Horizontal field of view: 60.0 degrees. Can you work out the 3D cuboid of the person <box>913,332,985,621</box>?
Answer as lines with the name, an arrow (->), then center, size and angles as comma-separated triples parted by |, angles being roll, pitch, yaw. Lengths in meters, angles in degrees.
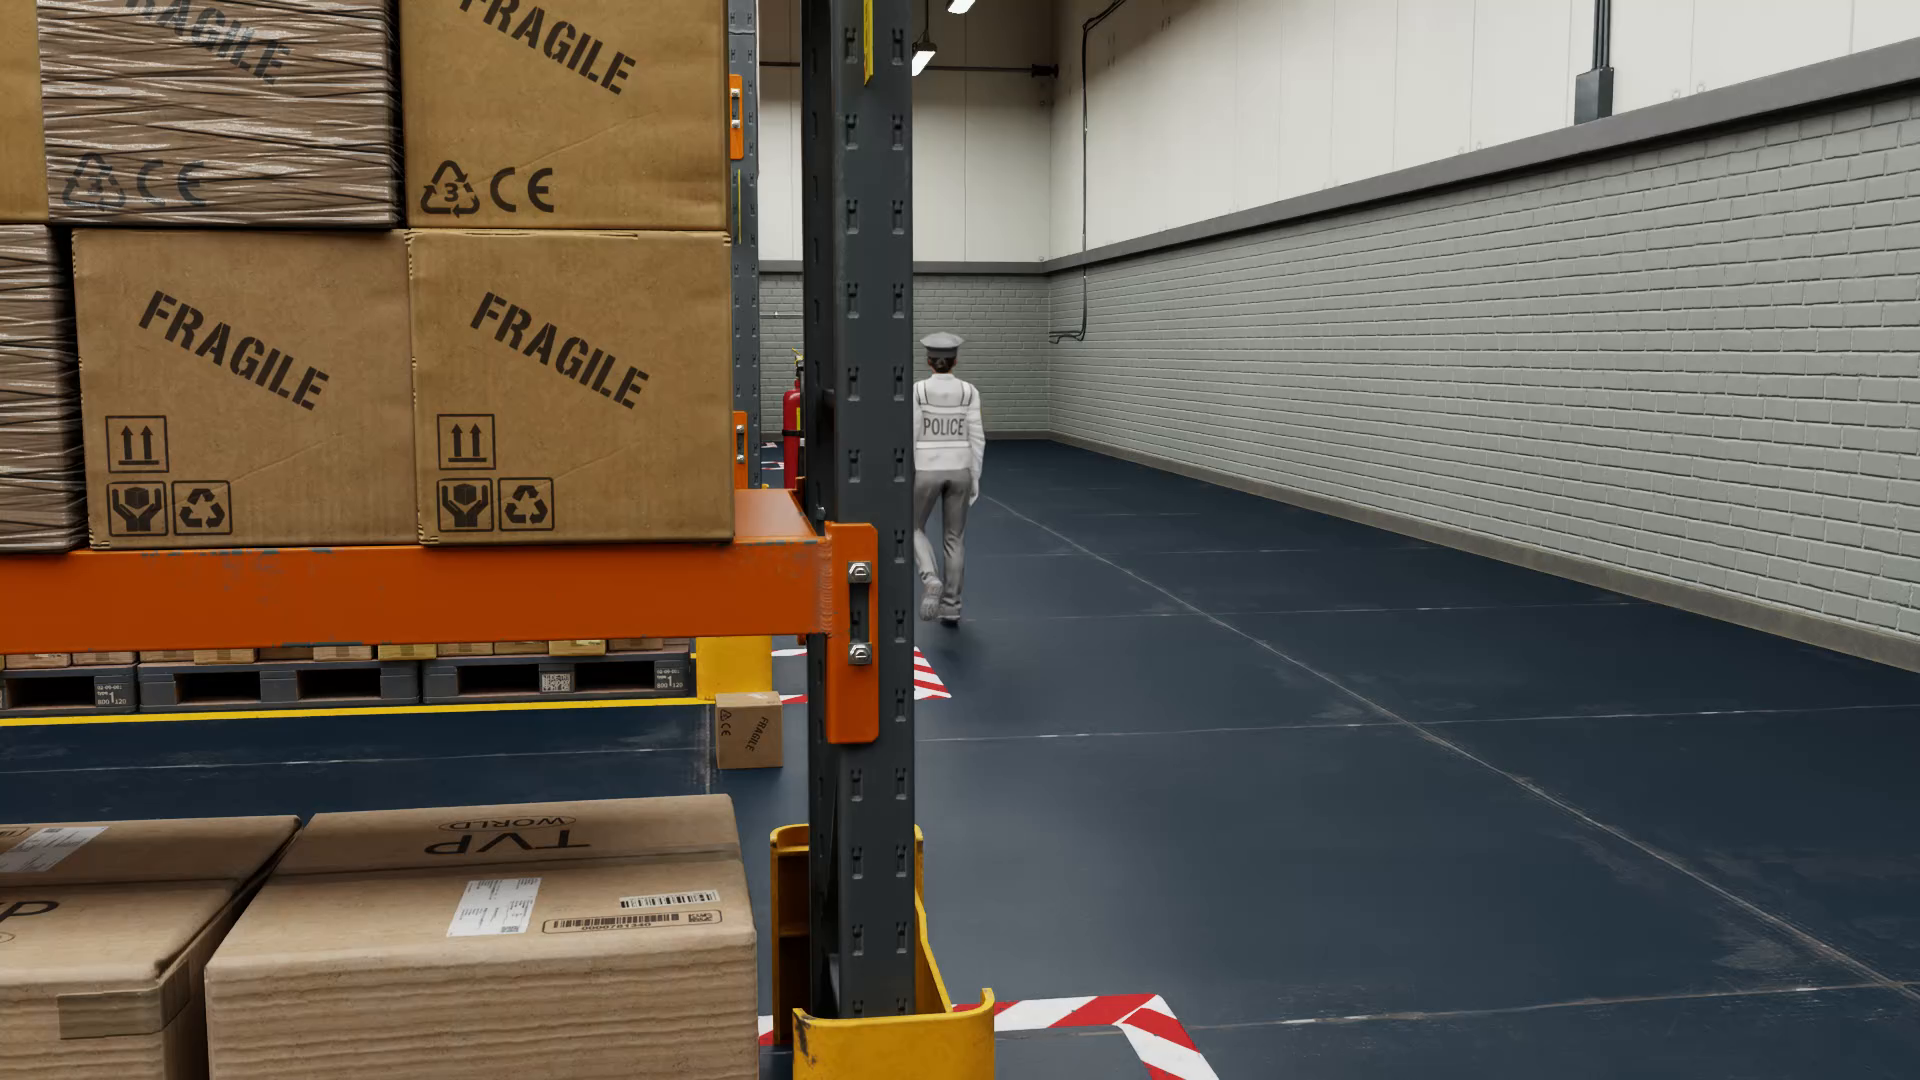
person -> -0.112, -0.367, 9.688 | 0.507, 1.679, 0.433 | -1, 7, -10
